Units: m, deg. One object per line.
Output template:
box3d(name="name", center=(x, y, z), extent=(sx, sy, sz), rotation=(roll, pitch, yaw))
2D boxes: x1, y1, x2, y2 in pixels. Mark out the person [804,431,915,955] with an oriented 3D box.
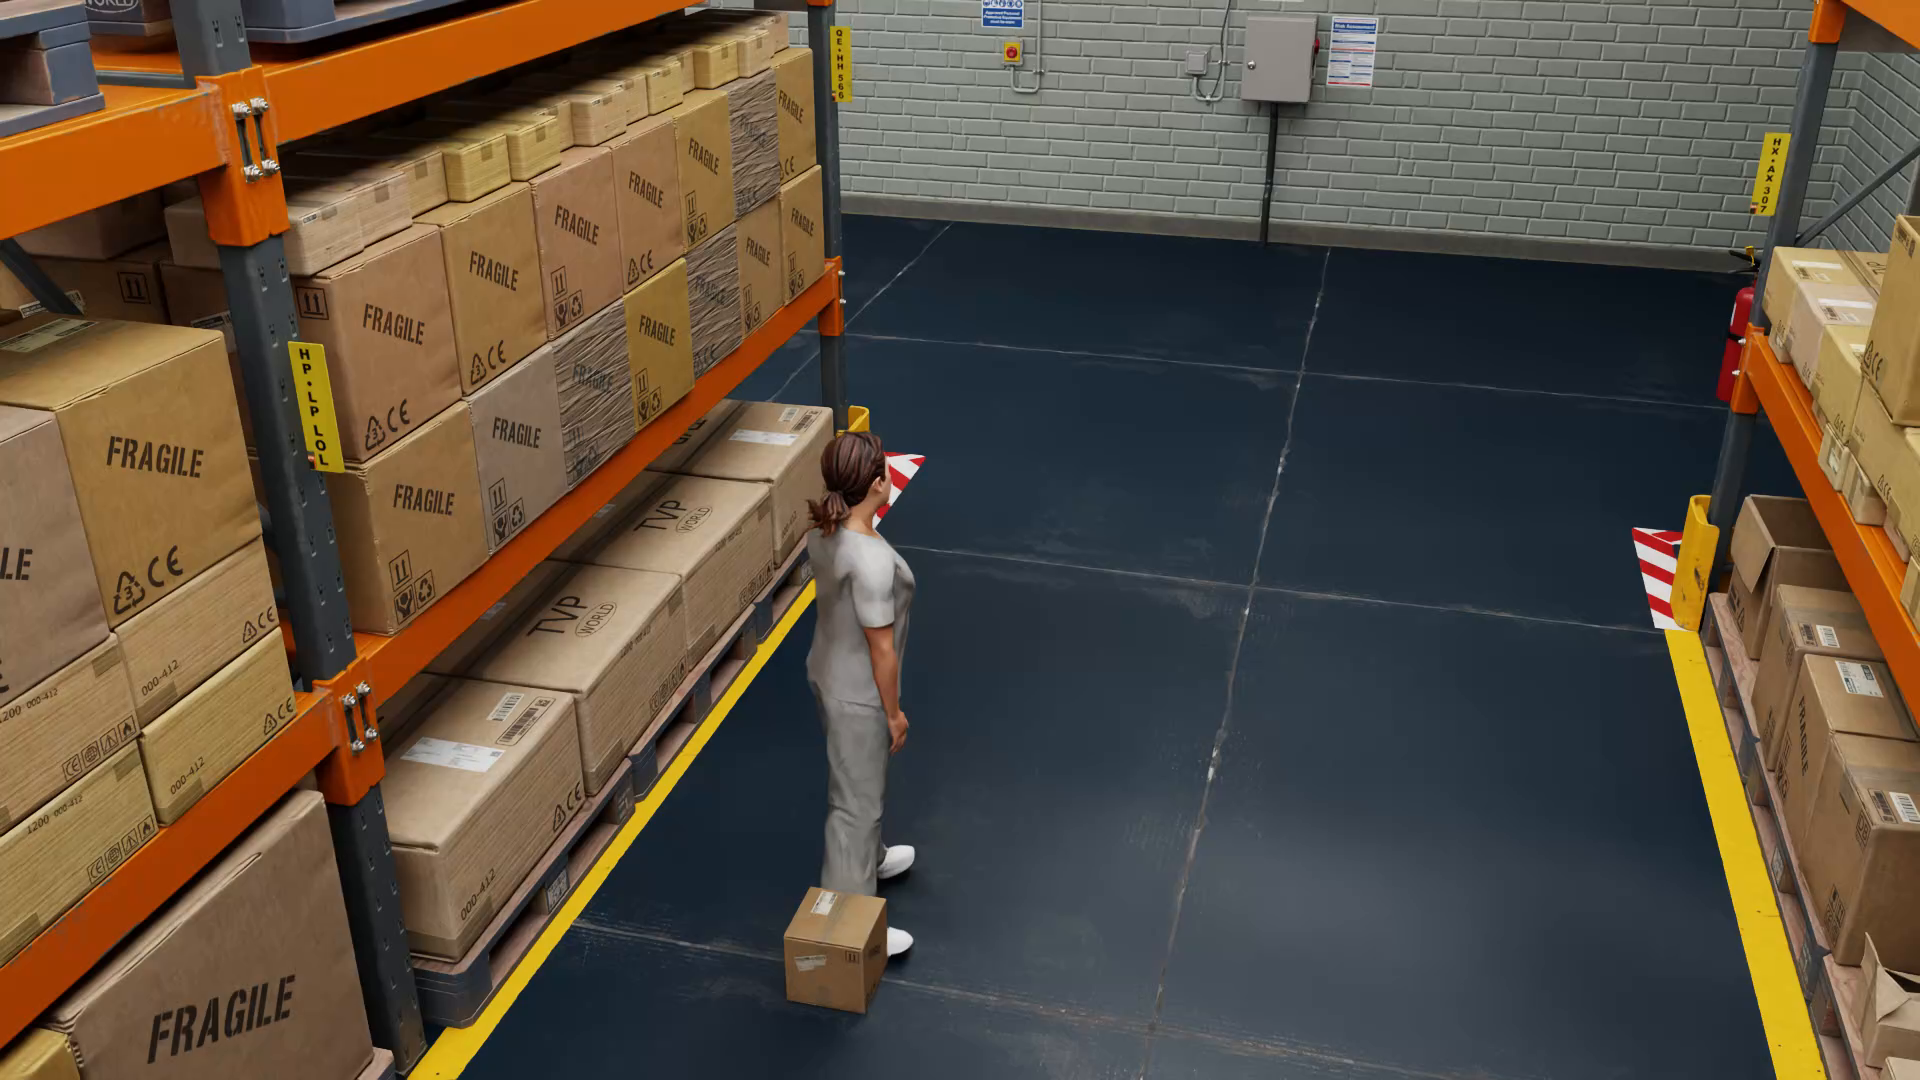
box3d(name="person", center=(-0.284, 0.453, 5.099), extent=(0.428, 1.675, 0.526), rotation=(-10, 27, -20))
